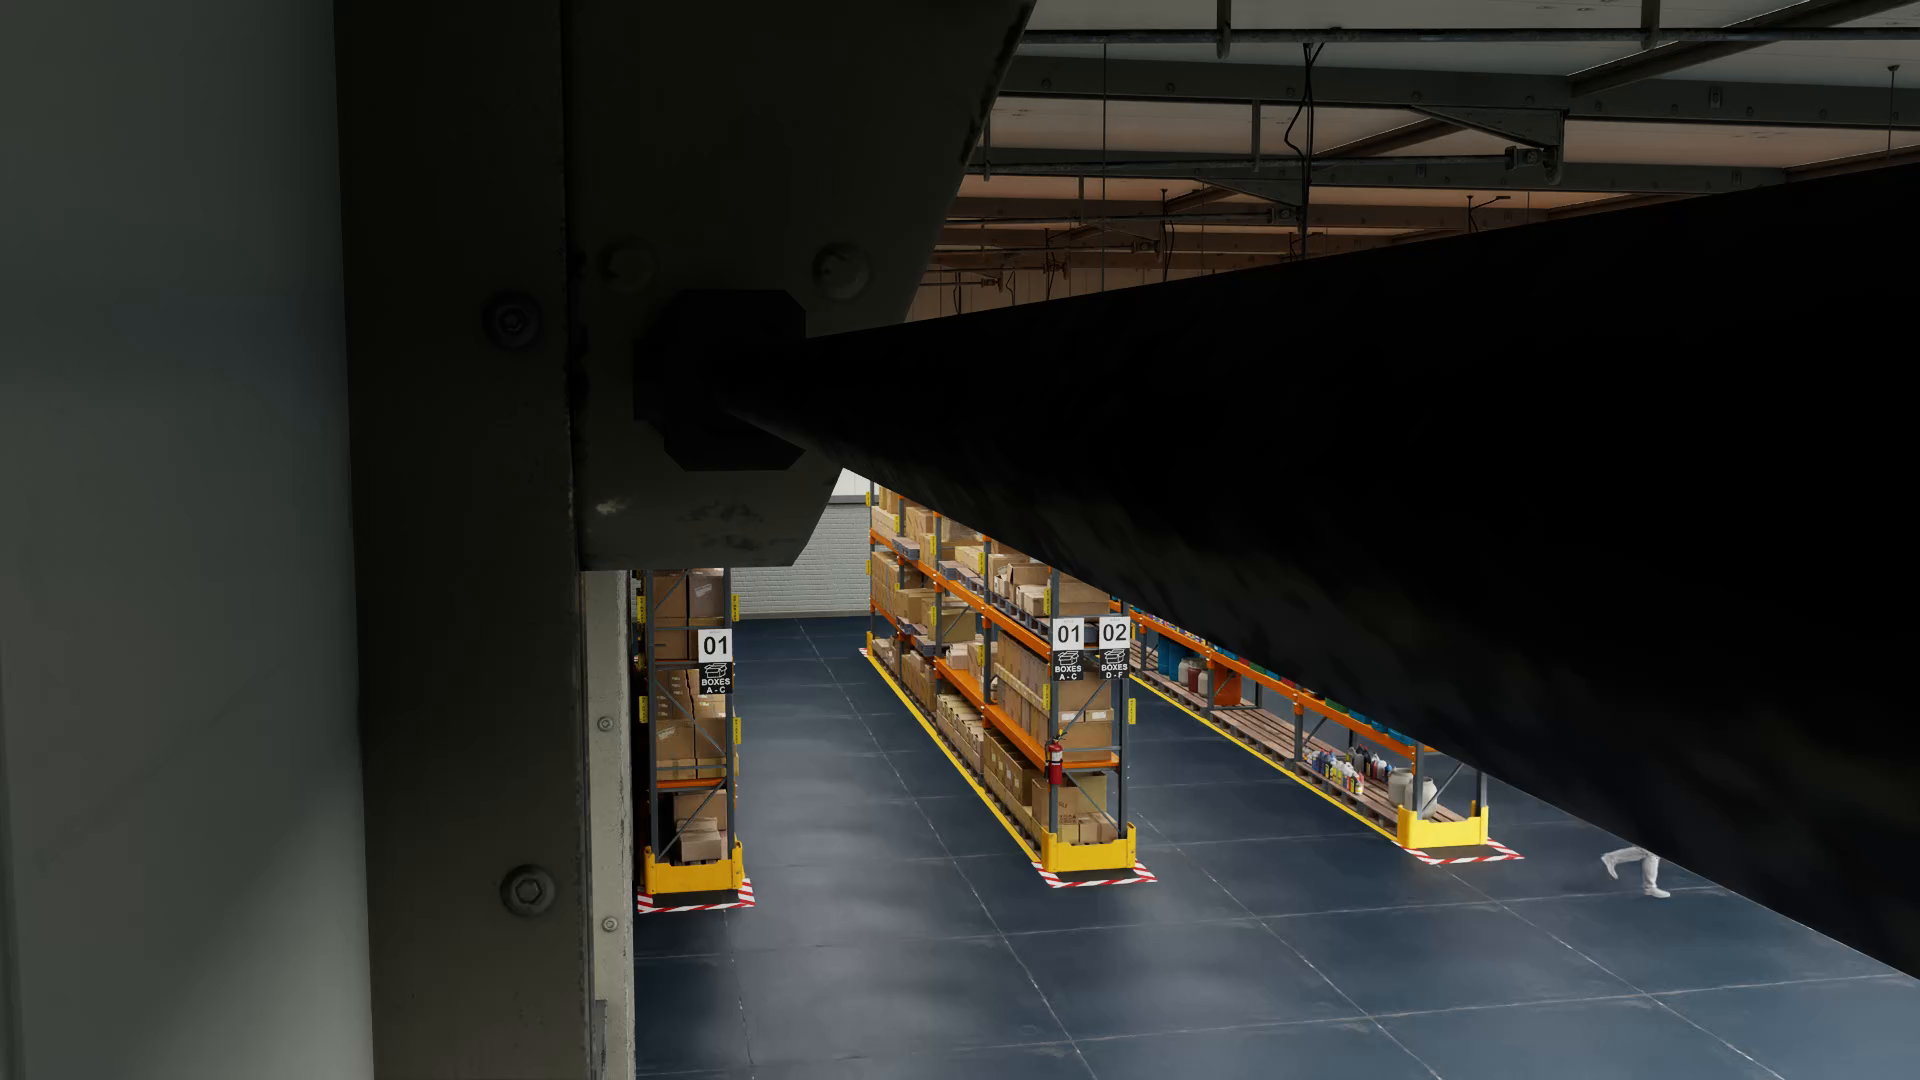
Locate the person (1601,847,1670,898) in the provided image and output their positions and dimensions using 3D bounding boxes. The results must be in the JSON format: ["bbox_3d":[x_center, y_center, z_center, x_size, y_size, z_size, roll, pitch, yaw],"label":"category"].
[{"bbox_3d":[8.138,3.376,19.965,0.807,1.756,0.697,4,7,32],"label":"person"}]
